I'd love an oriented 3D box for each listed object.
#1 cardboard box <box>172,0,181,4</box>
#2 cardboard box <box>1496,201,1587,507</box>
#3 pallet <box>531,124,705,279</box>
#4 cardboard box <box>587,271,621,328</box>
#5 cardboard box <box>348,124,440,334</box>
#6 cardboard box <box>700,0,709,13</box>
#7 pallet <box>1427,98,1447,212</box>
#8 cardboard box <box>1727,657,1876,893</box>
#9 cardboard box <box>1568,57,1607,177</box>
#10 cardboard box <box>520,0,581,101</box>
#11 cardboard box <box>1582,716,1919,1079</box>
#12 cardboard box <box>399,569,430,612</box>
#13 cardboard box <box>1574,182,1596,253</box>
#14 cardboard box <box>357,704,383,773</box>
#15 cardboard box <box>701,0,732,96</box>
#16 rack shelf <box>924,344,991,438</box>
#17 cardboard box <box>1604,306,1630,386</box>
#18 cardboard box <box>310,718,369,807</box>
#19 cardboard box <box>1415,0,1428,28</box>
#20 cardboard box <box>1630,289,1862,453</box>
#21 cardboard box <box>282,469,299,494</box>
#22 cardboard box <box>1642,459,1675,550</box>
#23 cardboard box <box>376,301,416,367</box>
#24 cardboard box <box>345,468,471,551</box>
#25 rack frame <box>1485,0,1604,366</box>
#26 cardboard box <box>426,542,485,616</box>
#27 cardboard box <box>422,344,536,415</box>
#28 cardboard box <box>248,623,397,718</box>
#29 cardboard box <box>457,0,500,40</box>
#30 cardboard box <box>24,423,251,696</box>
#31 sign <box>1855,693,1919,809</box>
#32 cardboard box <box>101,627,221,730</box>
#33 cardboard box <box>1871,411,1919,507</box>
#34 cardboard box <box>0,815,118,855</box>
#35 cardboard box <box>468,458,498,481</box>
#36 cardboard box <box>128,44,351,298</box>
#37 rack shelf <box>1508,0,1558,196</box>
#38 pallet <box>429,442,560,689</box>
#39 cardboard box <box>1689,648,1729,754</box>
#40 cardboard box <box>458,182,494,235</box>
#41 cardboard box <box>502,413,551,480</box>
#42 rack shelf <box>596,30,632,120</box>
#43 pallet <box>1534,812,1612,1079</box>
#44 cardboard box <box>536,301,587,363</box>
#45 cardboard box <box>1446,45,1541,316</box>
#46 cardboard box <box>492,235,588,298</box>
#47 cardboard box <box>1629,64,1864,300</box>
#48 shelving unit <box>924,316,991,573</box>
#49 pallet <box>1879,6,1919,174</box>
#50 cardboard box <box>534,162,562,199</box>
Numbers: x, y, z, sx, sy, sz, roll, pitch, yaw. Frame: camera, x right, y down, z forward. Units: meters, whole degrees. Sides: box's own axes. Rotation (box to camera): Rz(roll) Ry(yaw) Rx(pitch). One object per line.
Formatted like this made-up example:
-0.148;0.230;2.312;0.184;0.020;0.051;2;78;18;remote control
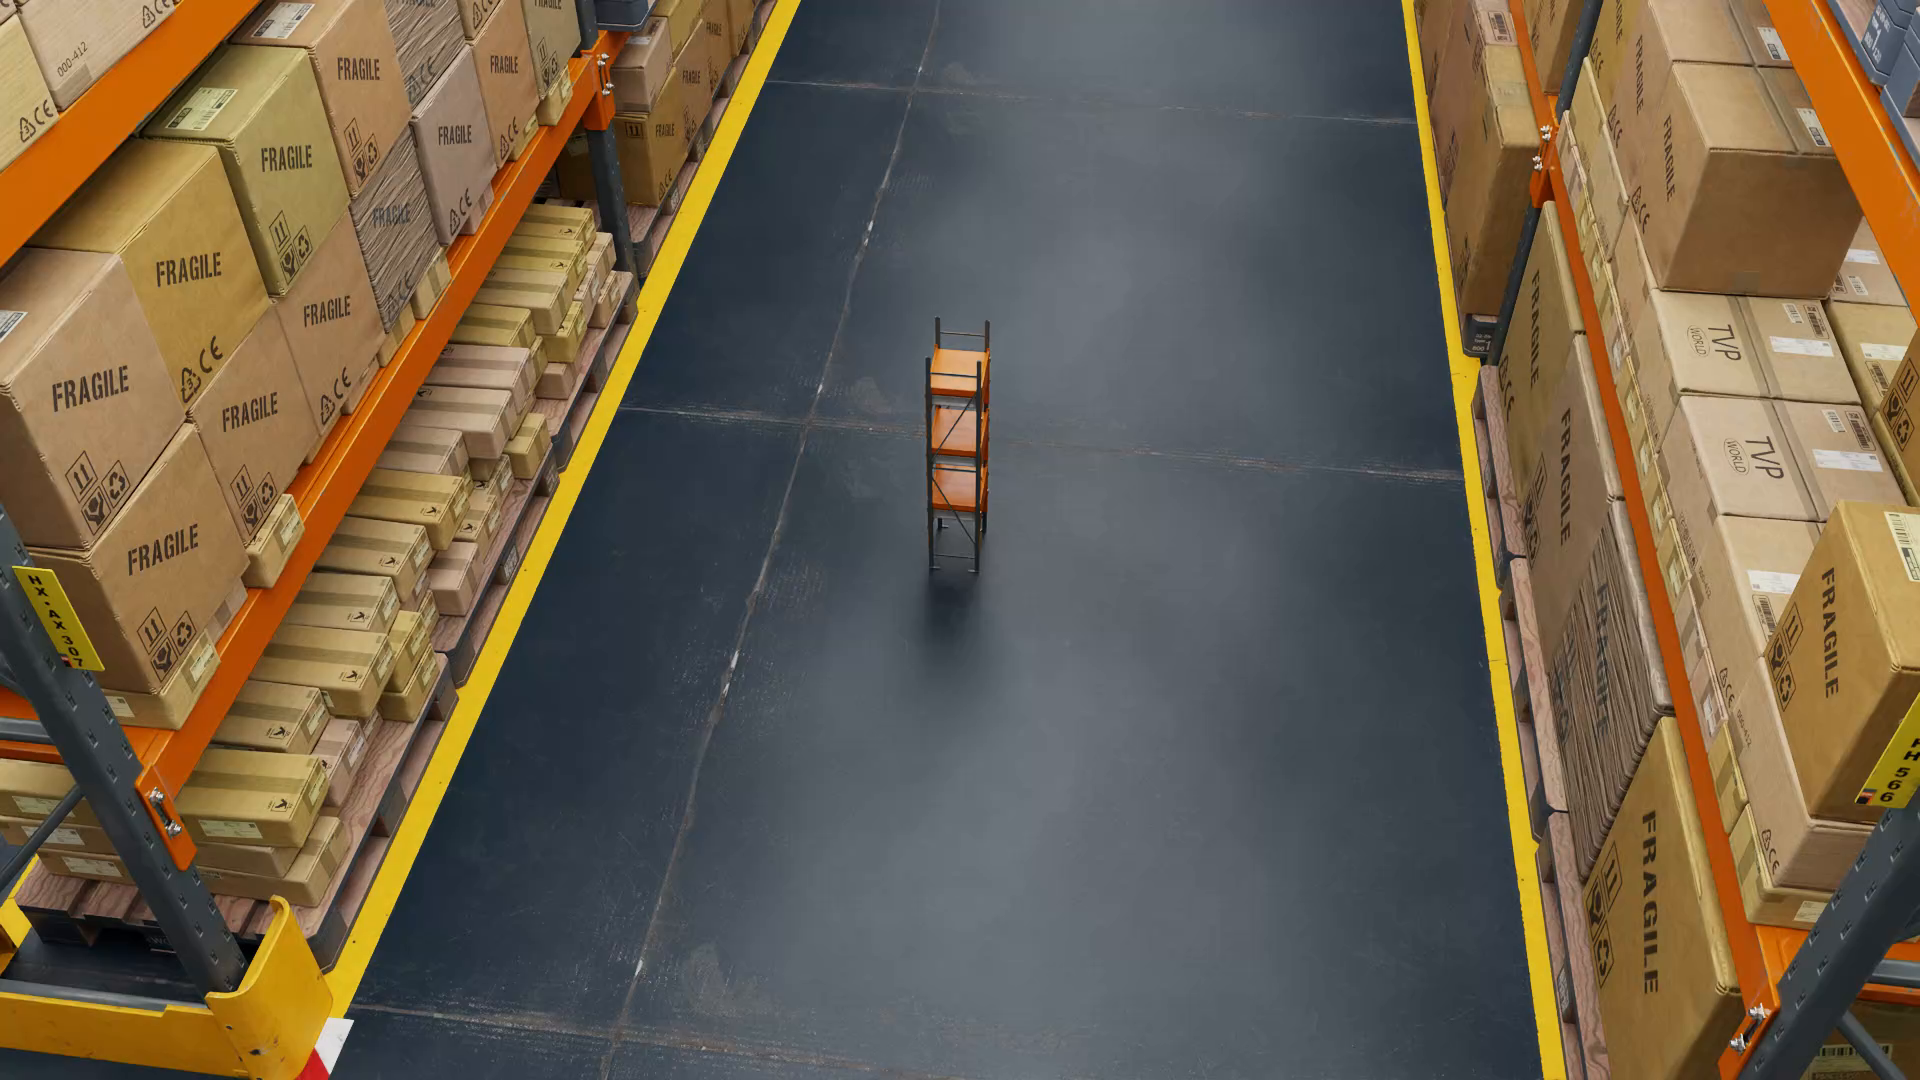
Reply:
-2.128;-1.583;4.167;0.500;0.250;0.500;4;44;4;cardboard box
2.695;-0.699;6.547;0.875;0.875;0.875;5;44;6;cardboard box
-1.940;-1.799;8.496;1.003;0.211;1.213;5;44;6;pallet
-1.756;-1.100;7.498;0.380;0.149;0.250;6;44;6;cardboard box
-2.053;-1.027;5.364;0.500;0.500;0.500;4;44;4;cardboard box
-1.542;-2.988;8.691;0.500;0.250;0.500;7;44;7;cardboard box
3.048;-2.115;8.830;1.003;0.211;1.213;5;44;6;pallet
2.134;0.557;3.873;0.500;0.250;0.500;5;44;5;cardboard box
2.540;-1.518;6.064;0.500;0.250;0.500;5;44;5;cardboard box
-1.825;-2.070;6.465;0.500;0.500;0.500;5;44;6;cardboard box
2.338;1.141;4.603;0.875;0.875;0.875;5;44;6;cardboard box
-2.127;0.176;5.935;0.380;0.149;0.250;3;44;3;cardboard box
2.424;-1.140;5.955;0.380;0.149;0.250;7;44;7;cardboard box
-2.204;0.645;5.656;0.380;0.149;0.250;6;44;6;cardboard box
-1.557;-2.724;8.958;0.500;0.500;0.500;6;44;6;cardboard box
-0.007;-0.543;6.163;0.215;0.259;0.240;5;44;6;rack shelf
2.322;-0.615;5.400;0.380;0.149;0.250;6;44;6;cardboard box
-2.155;0.705;5.376;0.380;0.149;0.250;5;44;5;cardboard box
3.278;-3.399;9.399;1.225;0.875;0.875;3;44;4;cardboard box
2.333;-0.491;4.979;0.500;0.250;0.500;5;44;6;cardboard box
-2.223;-0.199;4.961;0.380;0.149;0.250;7;44;7;cardboard box
2.221;-0.089;4.845;0.380;0.149;0.250;5;44;6;cardboard box
-2.047;-0.722;5.514;0.380;0.149;0.250;7;44;7;cardboard box
-2.010;-0.113;6.023;0.380;0.149;0.250;6;44;6;cardboard box
2.861;-1.761;6.428;1.000;3.000;0.127;5;44;6;rack frame
-2.003;0.136;6.193;0.380;0.149;0.250;3;44;3;cardboard box
-1.907;-0.637;6.576;0.380;0.149;0.250;3;44;3;cardboard box
-2.087;0.427;5.453;0.380;0.149;0.250;5;44;5;cardboard box
-1.899;-2.090;5.760;0.500;0.500;0.500;4;44;4;cardboard box
-2.237;0.020;4.258;0.500;0.500;0.500;7;44;7;cardboard box
1.797;0.400;3.132;0.100;0.325;0.005;5;44;6;sign
-2.203;0.346;4.386;0.380;0.149;0.250;5;44;5;cardboard box
2.796;-0.088;4.554;0.500;0.250;0.500;4;44;4;cardboard box
-2.784;0.835;5.239;0.380;0.149;0.250;4;44;4;cardboard box
-2.010;-0.374;6.515;0.380;0.149;0.250;3;44;4;cardboard box
-2.097;-1.041;4.651;0.500;0.500;0.500;4;44;5;cardboard box
3.126;-2.863;8.115;1.077;0.370;4.000;5;44;6;rack shelf
-2.254;0.027;6.568;1.003;0.211;1.213;5;44;6;pallet
2.121;0.435;4.292;0.380;0.149;0.250;5;44;6;cardboard box
-1.933;-1.250;6.071;0.380;0.149;0.250;4;44;4;cardboard box
-1.892;-0.394;6.753;0.380;0.149;0.250;5;44;5;cardboard box
-1.777;-3.382;8.664;1.077;0.370;4.000;5;44;6;rack shelf
2.361;1.426;5.091;1.003;0.211;1.213;5;44;6;pallet
-1.810;-0.893;7.063;0.380;0.149;0.250;4;44;4;cardboard box
2.926;-1.580;7.477;1.225;0.875;0.875;5;44;6;cardboard box
-1.825;-1.170;7.139;0.380;0.149;0.250;6;44;6;cardboard box
2.408;-1.094;5.071;0.500;0.500;0.500;4;44;4;cardboard box
-0.007;-0.345;6.351;0.215;1.050;0.252;5;44;6;shelving unit
2.420;-0.598;3.083;1.003;0.211;1.213;5;44;6;pallet
-2.193;-2.053;8.249;0.500;0.500;0.500;4;44;5;cardboard box
